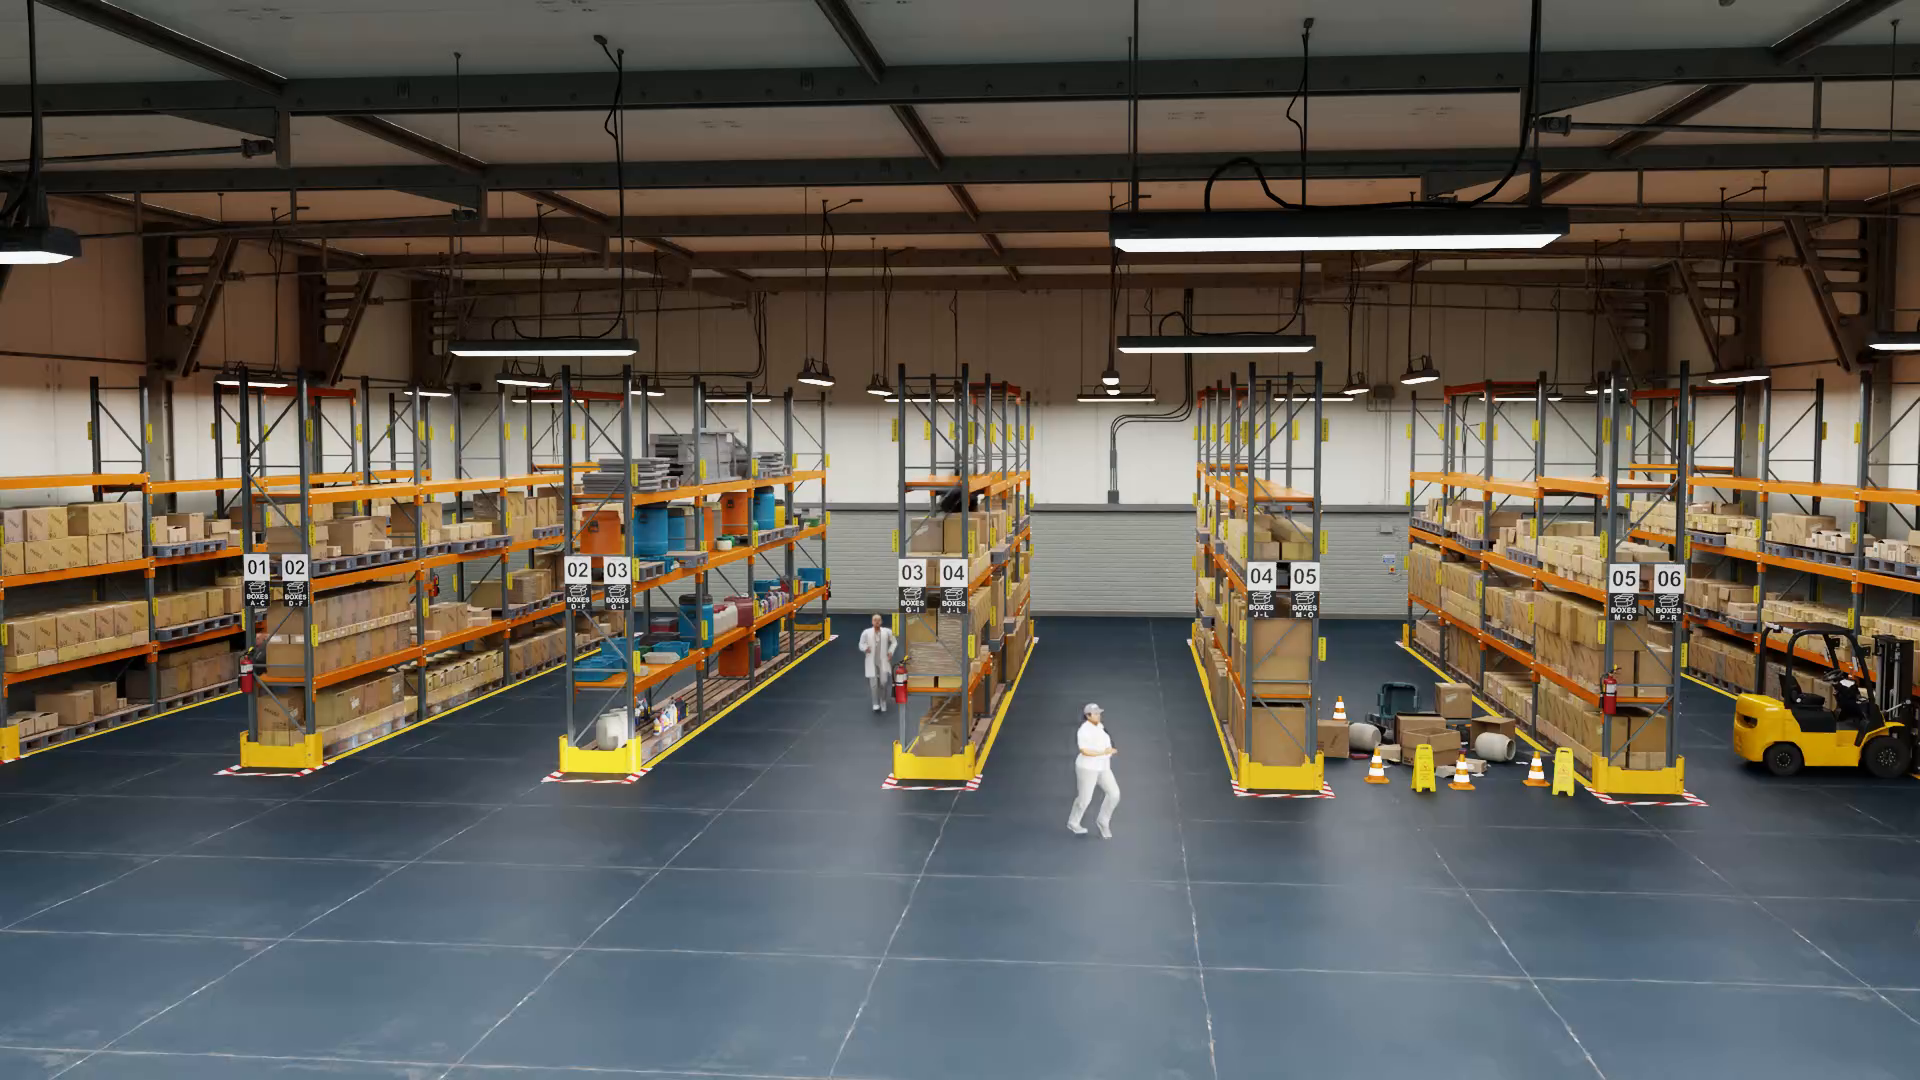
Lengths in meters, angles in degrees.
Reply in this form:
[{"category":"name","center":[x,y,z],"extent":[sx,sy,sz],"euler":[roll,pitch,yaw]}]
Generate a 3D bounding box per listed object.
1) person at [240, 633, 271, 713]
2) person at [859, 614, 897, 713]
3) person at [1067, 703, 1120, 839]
[{"category":"person","center":[-11.687,2.388,27.695],"extent":[0.659,1.673,0.614],"euler":[0,4,-3]},{"category":"person","center":[-1.468,2.218,29.740],"extent":[0.690,1.768,0.682],"euler":[0,4,-3]},{"category":"person","center":[1.656,2.863,20.539],"extent":[0.713,1.709,0.576],"euler":[4,5,44]}]
